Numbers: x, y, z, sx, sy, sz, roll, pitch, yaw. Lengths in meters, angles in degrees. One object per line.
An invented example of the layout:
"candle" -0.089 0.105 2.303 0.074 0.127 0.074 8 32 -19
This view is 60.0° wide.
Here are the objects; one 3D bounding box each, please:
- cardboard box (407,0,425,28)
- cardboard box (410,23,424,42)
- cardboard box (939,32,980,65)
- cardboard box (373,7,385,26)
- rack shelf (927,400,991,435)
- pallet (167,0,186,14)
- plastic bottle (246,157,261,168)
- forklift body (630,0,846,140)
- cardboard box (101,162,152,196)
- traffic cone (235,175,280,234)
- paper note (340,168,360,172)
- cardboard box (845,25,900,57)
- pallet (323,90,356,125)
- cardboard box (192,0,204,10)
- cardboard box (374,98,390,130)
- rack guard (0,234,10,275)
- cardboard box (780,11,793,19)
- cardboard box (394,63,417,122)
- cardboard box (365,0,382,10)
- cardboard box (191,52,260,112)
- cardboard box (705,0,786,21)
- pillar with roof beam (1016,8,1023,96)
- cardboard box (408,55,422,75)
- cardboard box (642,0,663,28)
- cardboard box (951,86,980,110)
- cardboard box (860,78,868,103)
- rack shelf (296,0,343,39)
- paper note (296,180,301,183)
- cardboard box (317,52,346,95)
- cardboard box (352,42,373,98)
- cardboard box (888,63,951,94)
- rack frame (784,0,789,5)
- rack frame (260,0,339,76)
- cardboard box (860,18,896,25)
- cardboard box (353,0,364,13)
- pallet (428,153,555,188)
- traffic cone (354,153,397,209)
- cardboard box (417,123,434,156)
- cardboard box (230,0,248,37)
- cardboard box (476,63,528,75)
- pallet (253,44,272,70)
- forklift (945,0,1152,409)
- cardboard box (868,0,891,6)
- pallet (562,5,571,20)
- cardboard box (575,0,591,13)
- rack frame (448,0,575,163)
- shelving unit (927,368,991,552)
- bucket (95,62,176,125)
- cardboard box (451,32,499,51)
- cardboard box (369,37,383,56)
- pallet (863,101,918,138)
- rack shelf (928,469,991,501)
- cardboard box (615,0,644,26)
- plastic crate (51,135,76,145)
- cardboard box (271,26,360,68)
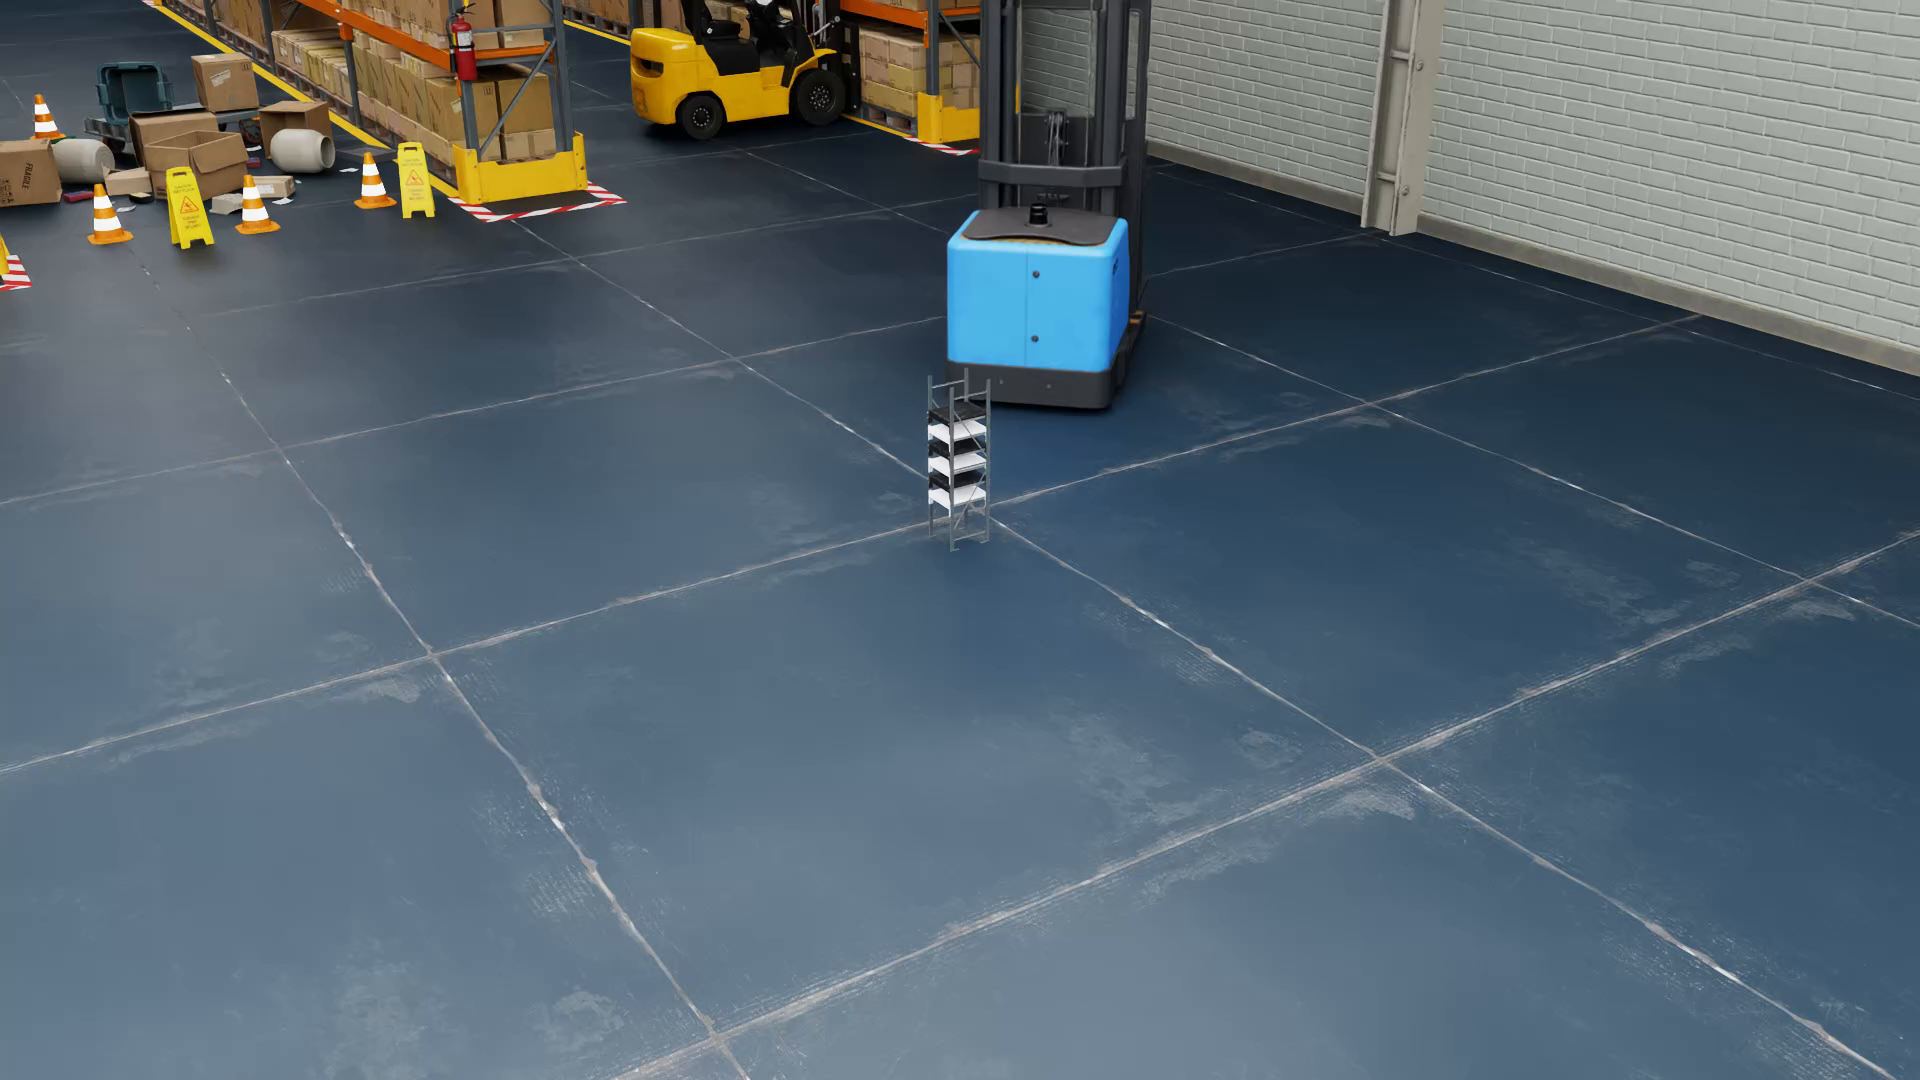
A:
"cardboard box" -4.861 -5.090 15.554 0.500 0.500 0.500 -15 29 -29
"cardboard box" -4.967 -4.817 15.735 0.380 0.149 0.250 -15 29 -29
"cardboard box" -0.012 -5.373 18.176 0.500 0.250 0.500 -16 30 -30
"cardboard box" -5.655 -5.271 16.695 0.380 0.149 0.250 -15 29 -29
"rack shelf" -0.004 -0.624 8.463 0.258 0.077 0.200 -16 29 -30
"pallet" -12.297 -8.795 27.133 1.003 0.211 1.213 -16 29 -30
"plastic bottle" -7.115 -3.804 16.736 0.133 0.061 0.283 -10 27 -21
"forklift body" -2.472 -5.628 18.152 2.313 2.155 1.214 -16 29 -30
"cardboard box" -7.859 -3.420 15.683 0.396 0.266 0.258 -10 27 -21
"traffic cone" -6.125 -2.926 14.407 0.336 0.463 0.334 -16 29 -30
"paper note" -6.058 -3.677 16.503 0.148 0.019 0.142 18 31 33
"cardboard box" -0.988 -5.609 18.675 0.500 0.250 0.500 -15 29 -29
"pallet" -6.675 -5.048 19.197 1.003 0.211 1.213 -16 29 -30
"cardboard box" -11.358 -8.494 25.738 0.875 0.438 0.875 -17 30 -31
"cardboard box" -5.852 -4.516 17.531 0.500 0.250 0.500 -14 29 -27
"rack guard" -8.144 -2.272 12.977 1.175 0.500 0.348 -16 29 -30
"cardboard box" -1.820 -6.157 19.836 0.500 0.250 0.500 -15 29 -29
"cardboard box" -5.278 -4.480 16.577 0.500 0.500 0.500 -16 30 -31
"cardboard box" -5.685 -5.632 16.701 0.500 0.500 0.500 -16 30 -30
"cardboard box" -7.723 -4.818 17.483 0.500 0.500 0.500 -16 29 -30
"cardboard box" -2.803 -6.769 21.864 0.875 0.625 0.625 -16 30 -30
"pillar with roof beam" -3.140 -7.927 15.002 9.100 9.000 0.400 -16 29 -30
"cardboard box" -5.112 -4.612 16.096 0.380 0.149 0.250 -15 29 -29
"cardboard box" -3.946 -7.510 23.434 0.875 0.625 0.625 -15 29 -28
"cardboard box" -0.012 -4.926 18.401 0.500 0.250 0.500 -15 29 -29
"cardboard box" -0.958 -5.161 18.897 0.500 0.250 0.500 -15 29 -29
"rack shelf" -7.340 -6.421 19.681 1.077 0.370 4.000 -16 29 -30
"paper note" -6.400 -3.465 16.079 0.032 0.001 0.123 -16 29 -30
"cardboard box" -6.932 -5.476 19.423 0.950 0.372 0.625 -14 28 -26
"cardboard box" -6.152 -5.043 17.769 0.500 0.500 0.500 -14 29 -27
"cardboard box" -0.436 -5.033 18.040 0.500 0.250 0.500 -16 30 -30
"rack frame" -2.092 -7.189 20.466 1.000 3.000 0.127 -16 29 -30
"rack frame" -8.432 -7.462 21.043 1.000 3.000 0.127 -16 29 -30
"cardboard box" -0.826 -5.917 19.329 0.500 0.250 0.500 -16 30 -31
"cardboard box" -6.164 -5.652 17.503 0.380 0.149 0.250 -15 29 -28
"pallet" -4.520 -3.666 16.268 1.003 0.211 1.213 -16 29 -30
"traffic cone" -5.380 -3.307 15.212 0.336 0.463 0.334 -16 29 -30
"cardboard box" -5.008 -3.961 16.355 0.500 0.250 0.500 -15 29 -29
"cardboard box" -9.710 -7.597 23.327 0.875 0.875 0.875 -15 29 -28
"cardboard box" -4.576 -4.434 16.478 0.500 0.500 0.500 -17 30 -31
"pallet" -8.799 -6.501 22.273 1.003 0.211 1.213 -16 29 -30
"forklift" 0.721 -2.743 11.126 1.130 2.935 3.031 5 26 11
"cardboard box" -0.672 -6.106 18.055 0.500 0.500 0.500 -15 29 -28
"pallet" -5.983 -8.508 26.525 1.003 0.211 1.213 -16 29 -30
"cardboard box" -5.538 -8.330 25.318 0.500 0.500 0.500 -17 30 -31
"rack frame" -4.065 -4.601 14.982 1.000 3.000 0.127 -16 29 -30
"shelving unit" -0.004 -0.410 8.564 0.258 0.900 0.210 -16 29 -30
"bucket" -8.335 -4.537 16.902 0.726 0.611 0.620 -6 16 -12
"cardboard box" -4.448 -4.571 15.213 0.380 0.149 0.250 -14 29 -28
"cardboard box" -5.852 -5.094 17.118 0.380 0.149 0.250 -14 29 -28
"pallet" -0.361 -4.762 18.589 1.003 0.211 1.213 -16 29 -30
"rack shelf" -0.004 -0.298 8.617 0.258 0.077 0.200 -16 29 -30
"cardboard box" -4.686 -7.781 24.155 0.500 0.500 0.500 -15 29 -28
"plastic crate" -9.148 -3.839 16.595 0.450 0.188 0.662 -10 25 2
"cardboard box" -8.132 -6.259 21.081 0.950 0.372 0.625 -18 31 -33
